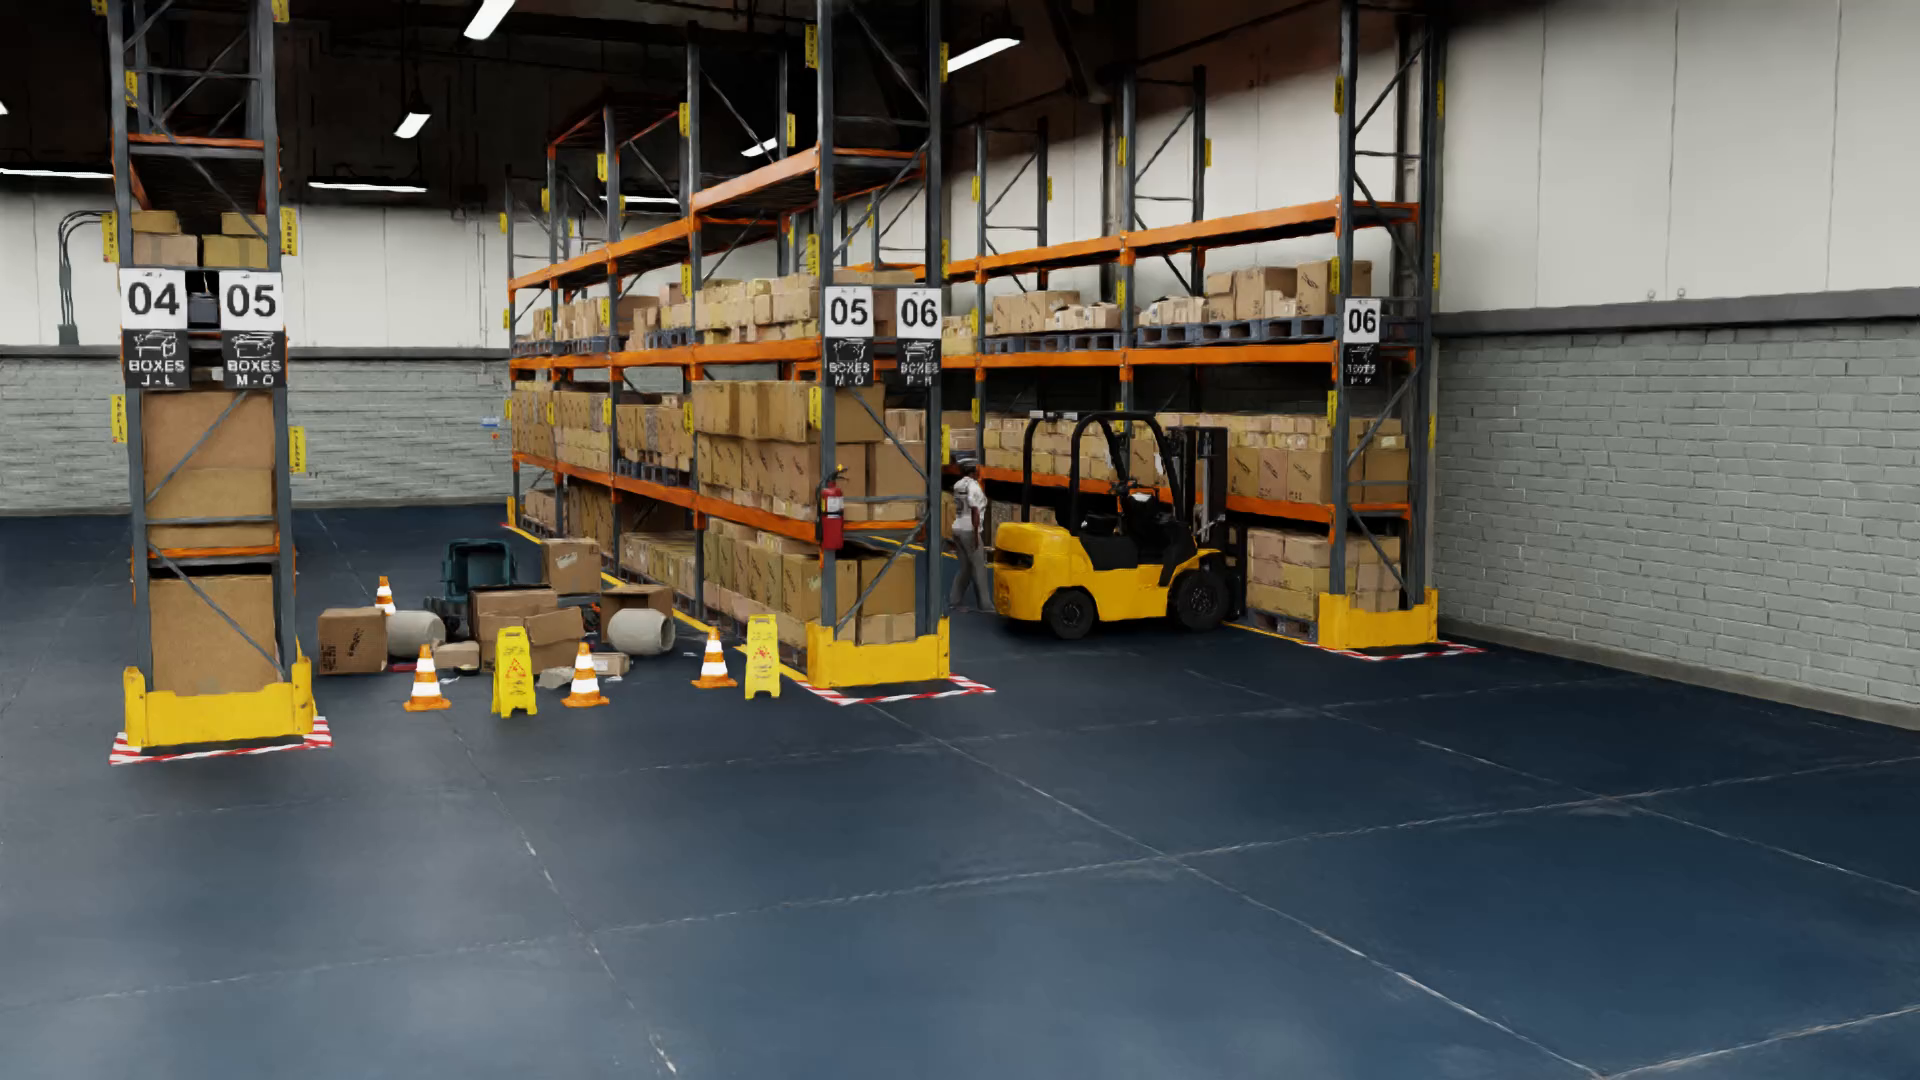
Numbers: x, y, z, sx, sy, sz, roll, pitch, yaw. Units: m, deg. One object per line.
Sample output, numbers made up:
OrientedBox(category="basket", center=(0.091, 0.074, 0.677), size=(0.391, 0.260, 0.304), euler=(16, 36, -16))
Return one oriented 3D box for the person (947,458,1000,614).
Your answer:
OrientedBox(category="person", center=(0.169, -0.043, 17.637), size=(0.506, 1.652, 0.596), euler=(-2, 6, -16))
